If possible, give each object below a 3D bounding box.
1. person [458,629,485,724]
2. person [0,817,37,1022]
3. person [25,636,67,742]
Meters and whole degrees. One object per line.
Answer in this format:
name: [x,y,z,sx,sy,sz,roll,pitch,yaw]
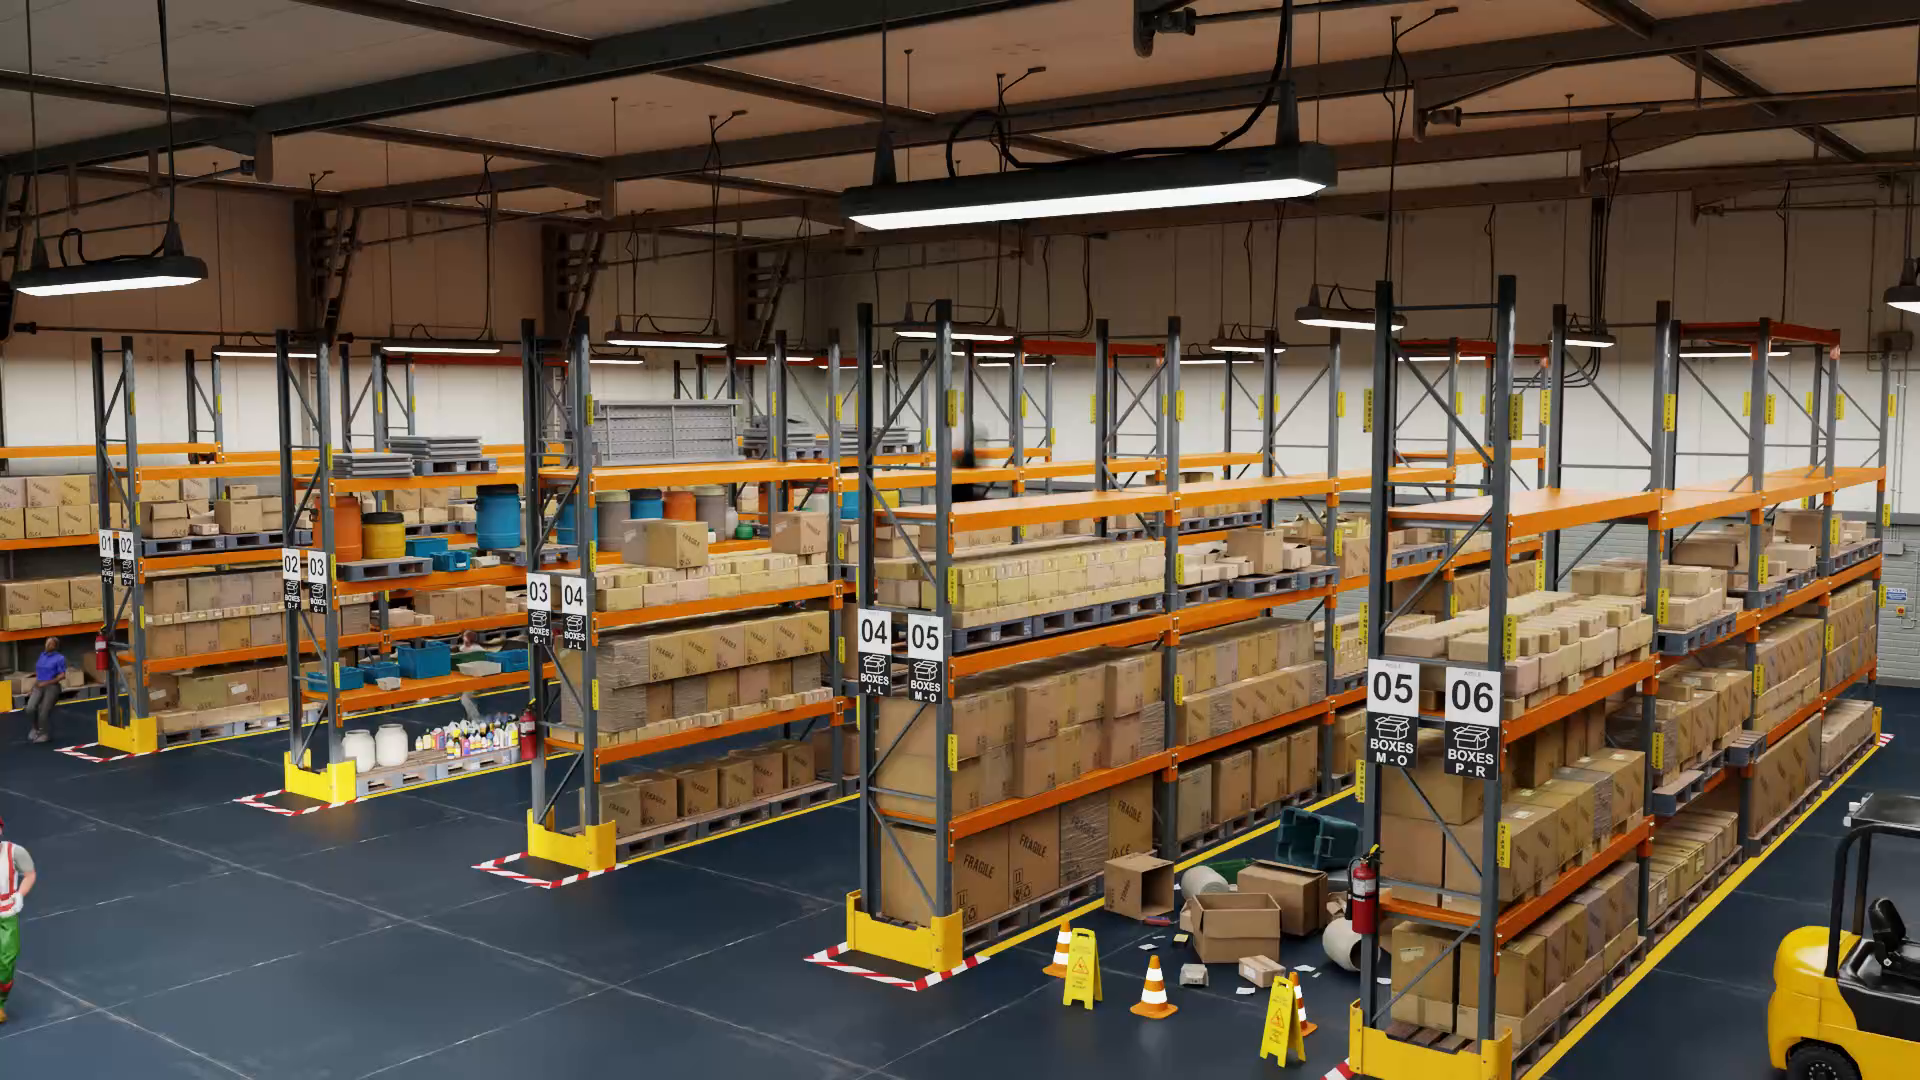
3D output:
person: [-7.511,2.157,25.409,0.519,1.576,0.615,3,6,28]
person: [-8.007,3.103,13.776,0.658,1.738,0.601,-3,6,-32]
person: [-13.524,2.230,24.590,0.586,1.571,0.584,0,5,4]
